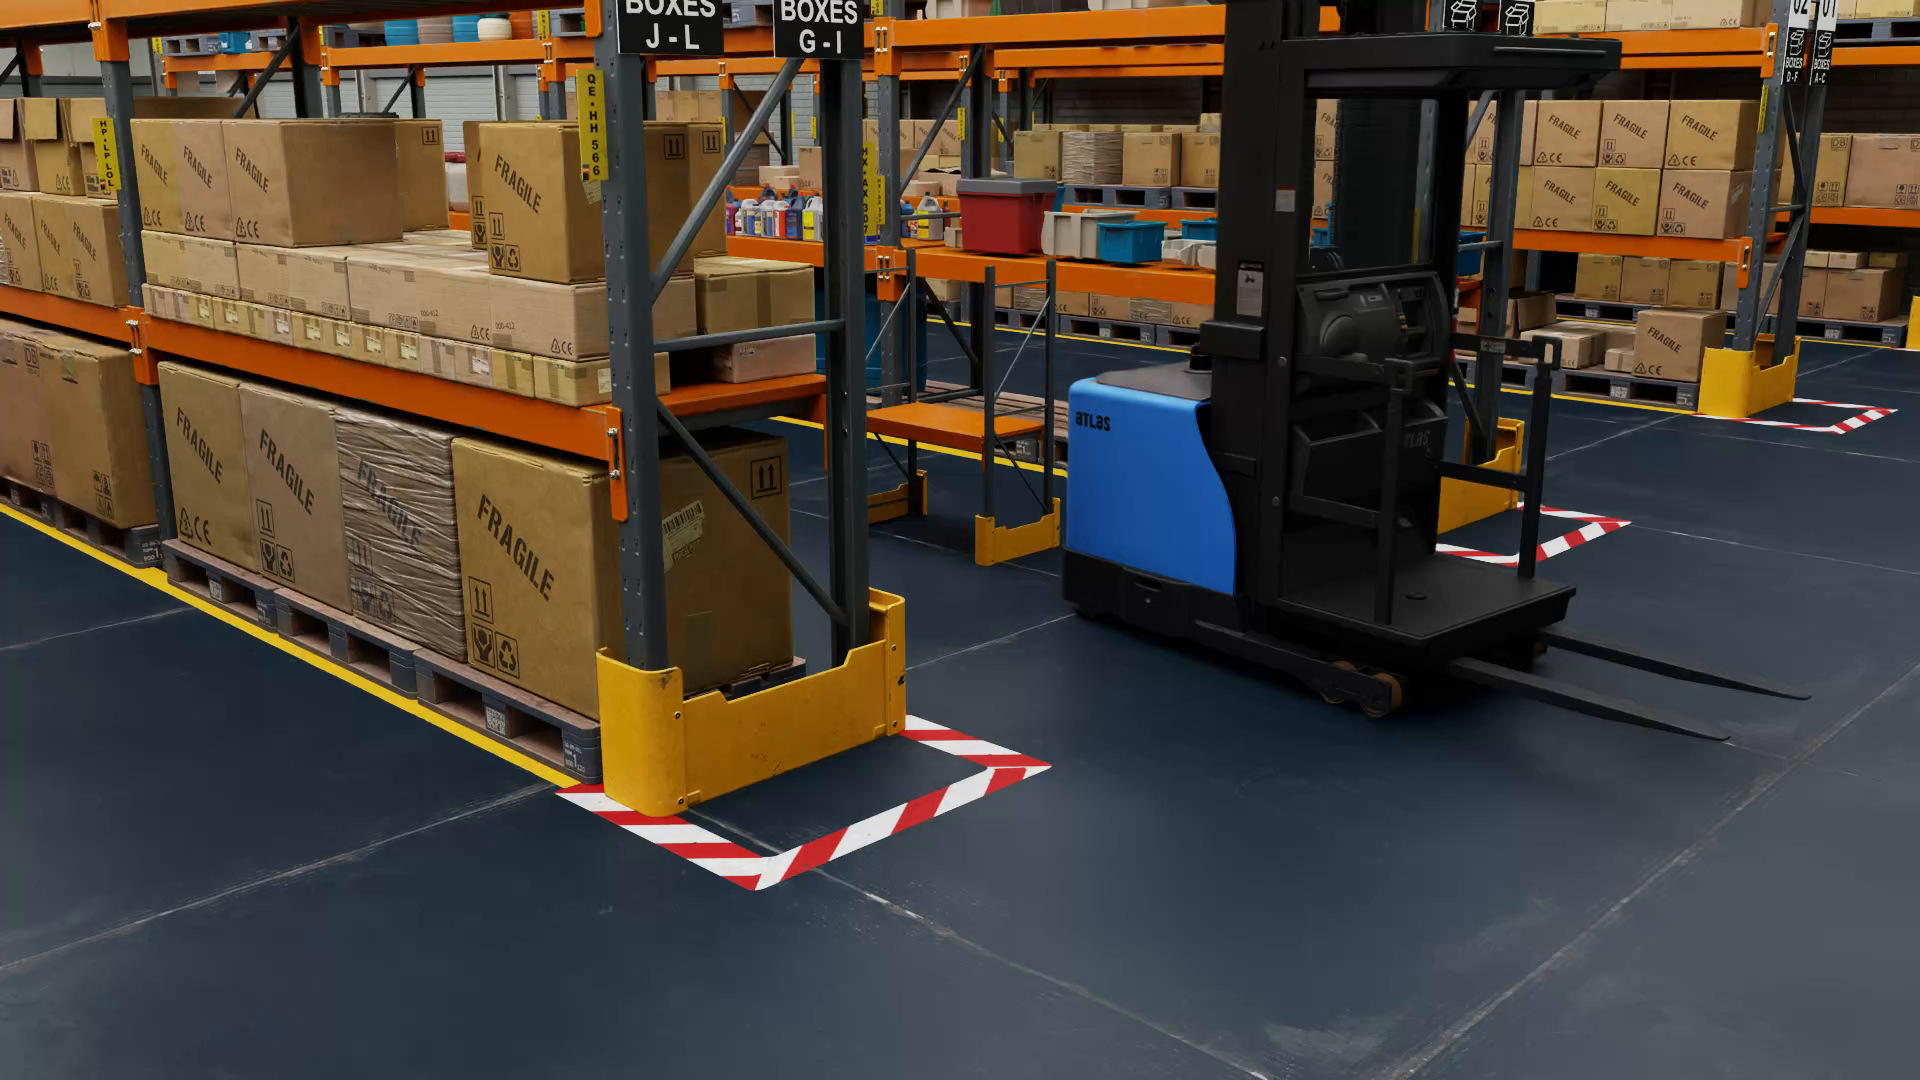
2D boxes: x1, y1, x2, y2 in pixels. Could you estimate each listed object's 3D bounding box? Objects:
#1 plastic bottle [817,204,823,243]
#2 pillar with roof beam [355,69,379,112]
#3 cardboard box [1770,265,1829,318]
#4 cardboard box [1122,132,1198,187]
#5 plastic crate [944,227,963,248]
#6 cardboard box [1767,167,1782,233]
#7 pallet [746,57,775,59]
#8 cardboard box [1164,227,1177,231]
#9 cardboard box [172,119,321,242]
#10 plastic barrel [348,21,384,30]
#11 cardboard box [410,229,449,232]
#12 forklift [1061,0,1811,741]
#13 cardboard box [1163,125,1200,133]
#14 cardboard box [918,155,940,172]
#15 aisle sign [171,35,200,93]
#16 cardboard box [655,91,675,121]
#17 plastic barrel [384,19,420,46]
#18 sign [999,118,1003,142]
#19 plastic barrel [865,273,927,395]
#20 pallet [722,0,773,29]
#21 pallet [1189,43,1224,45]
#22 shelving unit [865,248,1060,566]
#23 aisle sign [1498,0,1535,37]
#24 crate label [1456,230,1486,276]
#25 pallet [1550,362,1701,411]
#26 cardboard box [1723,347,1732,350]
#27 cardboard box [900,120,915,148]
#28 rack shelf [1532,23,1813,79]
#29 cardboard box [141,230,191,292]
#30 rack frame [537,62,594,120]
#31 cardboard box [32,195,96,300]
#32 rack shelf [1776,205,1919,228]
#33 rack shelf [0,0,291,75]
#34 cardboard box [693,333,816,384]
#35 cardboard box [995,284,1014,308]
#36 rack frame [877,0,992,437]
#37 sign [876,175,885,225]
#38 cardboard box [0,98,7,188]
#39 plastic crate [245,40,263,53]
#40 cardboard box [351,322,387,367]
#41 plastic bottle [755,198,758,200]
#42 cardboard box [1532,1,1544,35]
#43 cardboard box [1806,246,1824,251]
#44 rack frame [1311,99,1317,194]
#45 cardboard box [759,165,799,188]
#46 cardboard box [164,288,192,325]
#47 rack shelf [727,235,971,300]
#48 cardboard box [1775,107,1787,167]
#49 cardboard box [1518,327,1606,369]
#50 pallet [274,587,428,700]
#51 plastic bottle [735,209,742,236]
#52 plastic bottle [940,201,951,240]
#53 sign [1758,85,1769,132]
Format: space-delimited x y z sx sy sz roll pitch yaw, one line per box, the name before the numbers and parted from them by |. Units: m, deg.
plastic bottle | -0.935 -2.289 12.016 0.135 0.276 0.152 14 20 42
pillar with roof beam | -16.768 -11.480 35.144 0.400 9.000 9.100 14 20 42
cardboard box | 8.658 -2.559 16.929 0.500 0.500 0.700 14 20 42
cardboard box | 1.962 -3.723 16.242 0.500 0.500 0.700 8 17 28
plastic crate | 0.072 -2.069 11.329 0.243 0.136 0.396 14 20 42
cardboard box | 6.020 -2.648 12.946 0.500 0.500 0.500 -14 20 -43
pallet | -1.838 -5.781 19.599 1.217 0.209 0.805 13 19 40
cardboard box | 2.988 -4.005 22.437 0.500 0.500 0.700 14 20 42
cardboard box | -3.086 -1.593 7.316 0.500 0.500 0.500 14 20 42
plastic barrel | -6.097 -5.495 17.070 0.421 0.512 0.421 0 15 0
cardboard box | -2.728 -1.328 7.787 0.500 0.250 0.500 -14 20 -43
forklift | 1.803 -0.886 6.520 1.130 2.935 3.031 -12 19 -39
cardboard box | 3.066 -5.208 21.901 0.500 0.500 0.700 11 18 37
cardboard box | -0.324 -5.613 24.781 0.500 0.250 0.500 14 20 42
aisle sign | -9.058 -5.593 19.292 0.004 0.787 0.394 14 20 42
cardboard box | -3.531 -5.502 21.330 0.500 0.500 0.700 14 20 42
plastic barrel | -5.407 -5.320 16.457 0.708 0.901 0.600 14 20 42
sign | 0.582 -5.793 23.498 0.005 0.325 0.100 14 20 42
plastic barrel | -0.544 -1.561 12.304 0.708 0.901 0.600 14 20 42
pallet | -1.615 -3.953 12.579 1.213 0.211 1.003 14 20 42
pallet | 2.856 -4.661 15.296 1.003 0.211 1.213 14 20 42
shelving unit | -0.055 -0.739 8.794 1.083 1.500 0.587 14 20 42
aisle sign | 2.973 -2.875 8.859 0.004 0.787 0.394 14 20 42
crate label | 2.766 -1.626 9.437 0.303 0.233 0.416 14 20 42
pallet | 5.527 -1.277 13.414 1.213 0.211 1.003 14 20 42
cardboard box | 6.093 -1.443 13.301 0.250 0.149 0.380 14 20 42
cardboard box | -0.695 -6.067 25.040 0.500 0.500 0.500 -14 20 -42
rack shelf | 4.716 -3.927 13.533 4.000 0.370 1.077 14 20 42
cardboard box | -3.446 -1.318 7.748 0.500 0.250 0.500 13 20 41
rack frame | -5.362 -5.274 23.224 0.127 3.000 1.000 14 20 42
cardboard box | -4.480 -1.545 8.713 0.500 0.500 0.500 -14 20 -42
rack shelf | 8.152 -3.375 17.364 4.000 0.370 1.077 14 20 42
rack shelf | -5.042 -2.830 9.321 4.000 0.370 1.077 14 20 42
cardboard box | -0.749 -0.677 6.078 0.250 0.149 0.380 14 20 43
cardboard box | 0.526 -2.746 17.605 0.500 0.500 0.500 -13 20 -42
rack frame | -0.164 -2.275 11.715 0.127 3.000 1.000 14 20 42
sign | -0.547 -2.310 11.298 0.005 0.325 0.100 14 20 42
cardboard box | -5.499 -2.365 9.871 0.797 0.503 0.637 -14 20 -43
plastic crate | -7.359 -5.207 17.540 0.396 0.136 0.243 14 20 42
cardboard box | -2.131 -0.781 6.479 0.250 0.149 0.380 14 20 42
plastic bottle | -1.634 -2.725 13.675 0.133 0.283 0.061 14 20 42
cardboard box | 4.533 -4.160 13.296 0.500 0.250 0.500 14 20 42
cardboard box | 8.702 -2.932 17.074 0.250 0.149 0.380 14 20 43
rack frame | 3.277 -3.174 15.163 0.127 3.000 1.000 14 20 42
cardboard box | -2.098 -4.423 20.255 0.500 0.250 0.500 -13 19 -41
cardboard box | -3.431 -1.097 7.690 0.250 0.149 0.380 13 19 40
rack shelf | -1.604 -2.277 13.149 4.000 0.370 1.077 14 20 42
cardboard box | 6.020 -3.131 12.820 0.500 0.500 0.500 -14 20 -42
cardboard box | 4.931 -1.578 13.621 0.500 0.250 0.500 14 20 42
pallet | -2.227 0.334 7.232 1.213 0.211 1.003 14 20 42
plastic bottle | -1.665 -2.421 12.669 0.097 0.201 0.097 0 15 0
plastic bottle | -0.132 -2.360 12.274 0.133 0.283 0.061 14 20 42
sign | 5.756 -3.090 11.918 0.005 0.325 0.100 14 20 42
